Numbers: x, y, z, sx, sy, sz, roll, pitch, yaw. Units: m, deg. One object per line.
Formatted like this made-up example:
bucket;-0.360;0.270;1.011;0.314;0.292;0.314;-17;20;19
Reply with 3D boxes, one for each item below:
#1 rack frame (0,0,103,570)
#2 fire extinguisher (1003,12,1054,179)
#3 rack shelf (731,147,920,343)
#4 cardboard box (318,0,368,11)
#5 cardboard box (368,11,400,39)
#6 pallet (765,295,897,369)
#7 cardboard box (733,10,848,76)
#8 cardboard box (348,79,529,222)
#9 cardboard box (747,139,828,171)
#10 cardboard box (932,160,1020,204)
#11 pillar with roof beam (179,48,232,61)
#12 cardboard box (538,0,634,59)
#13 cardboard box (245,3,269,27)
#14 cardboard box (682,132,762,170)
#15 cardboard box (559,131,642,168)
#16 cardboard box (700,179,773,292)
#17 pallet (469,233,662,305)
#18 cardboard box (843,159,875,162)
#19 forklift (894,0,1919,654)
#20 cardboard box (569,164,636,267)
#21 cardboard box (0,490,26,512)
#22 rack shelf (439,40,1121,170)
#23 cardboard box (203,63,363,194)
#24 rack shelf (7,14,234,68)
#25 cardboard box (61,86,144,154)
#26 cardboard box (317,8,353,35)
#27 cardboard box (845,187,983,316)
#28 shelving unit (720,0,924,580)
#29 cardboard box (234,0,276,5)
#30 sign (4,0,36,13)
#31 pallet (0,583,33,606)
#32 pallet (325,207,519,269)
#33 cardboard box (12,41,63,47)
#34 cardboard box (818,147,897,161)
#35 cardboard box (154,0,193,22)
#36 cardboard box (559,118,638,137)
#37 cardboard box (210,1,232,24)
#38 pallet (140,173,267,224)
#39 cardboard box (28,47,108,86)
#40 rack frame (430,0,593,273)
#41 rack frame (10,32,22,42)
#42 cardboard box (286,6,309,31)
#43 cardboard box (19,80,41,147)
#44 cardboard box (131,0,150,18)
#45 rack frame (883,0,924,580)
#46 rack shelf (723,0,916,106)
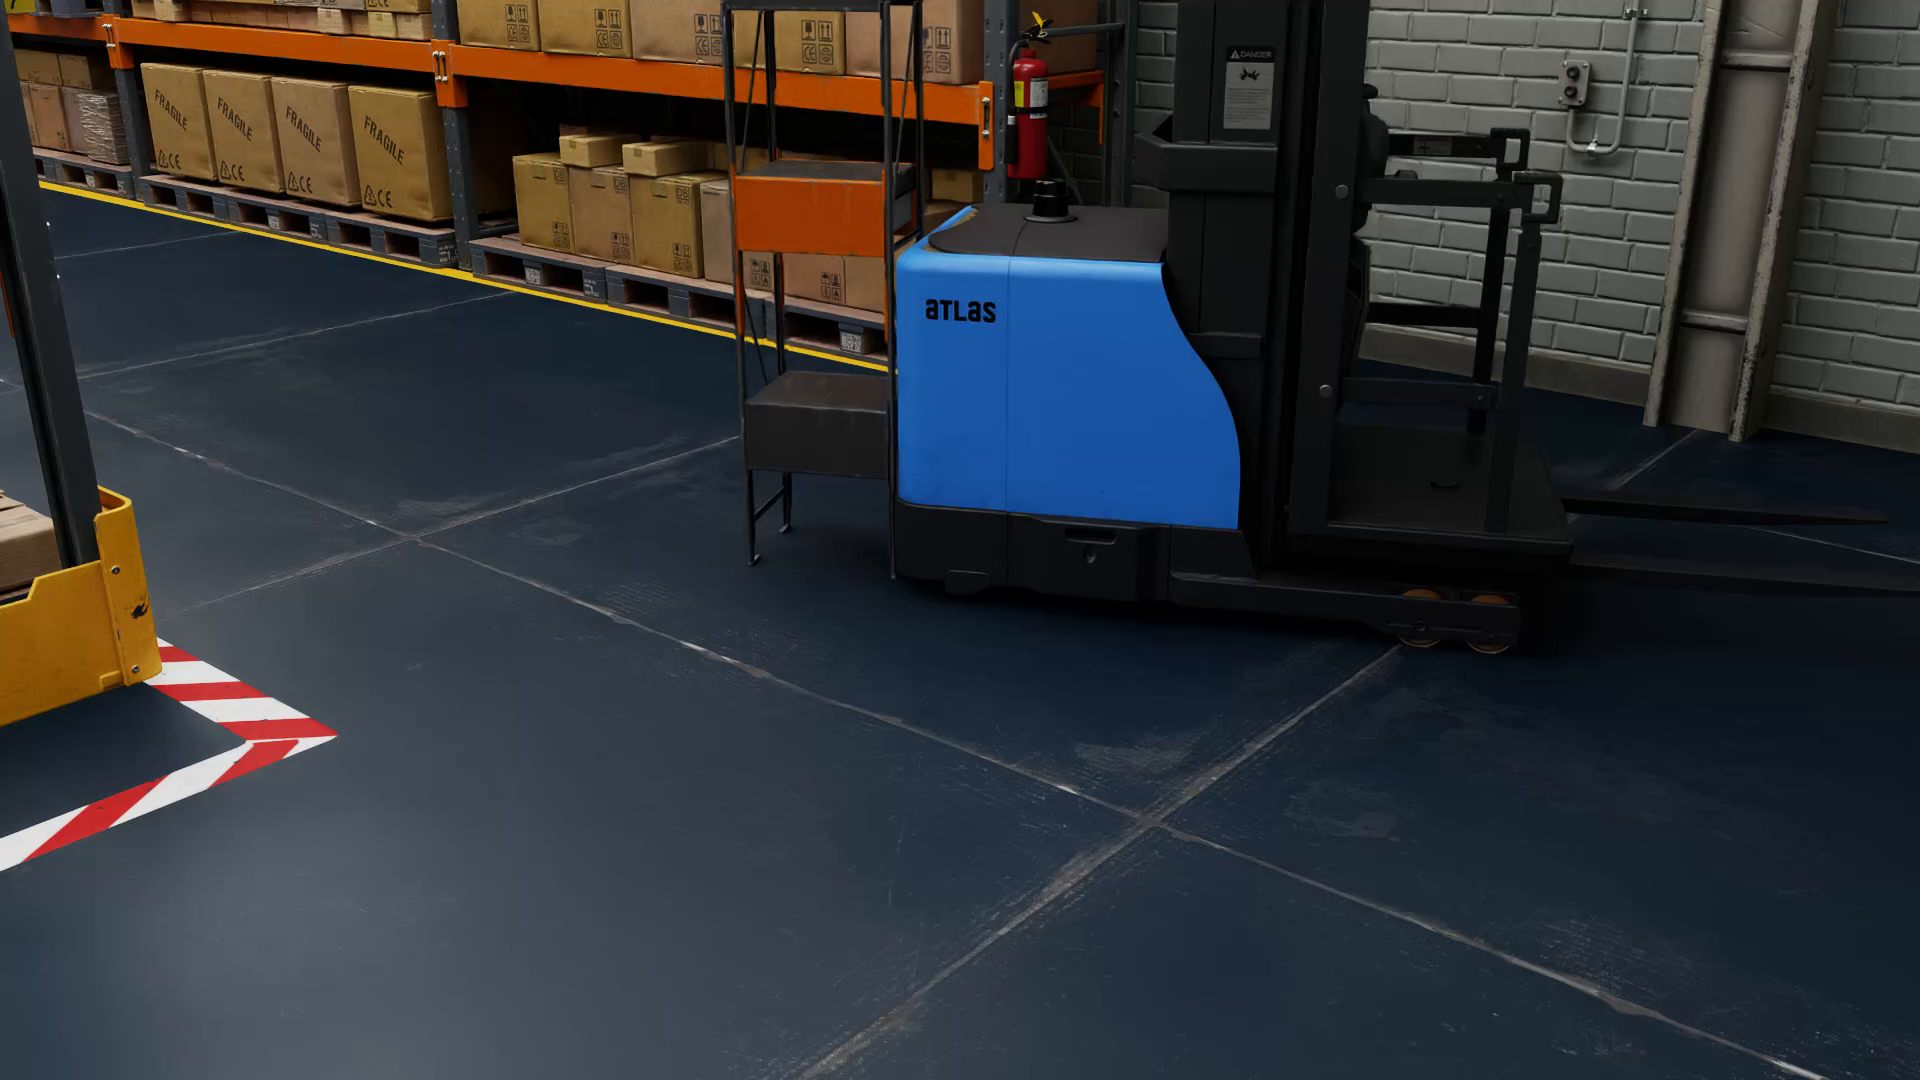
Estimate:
rack frame;-2.666;-0.894;3.789;0.127;3.000;1.000;16;26;36
fire extinguisher;0.288;-1.879;7.038;0.183;0.674;0.296;16;26;36
rack shelf;-0.405;-0.930;5.197;0.480;0.518;0.431;5;21;13
cardboard box;-3.554;-3.482;10.060;0.500;0.500;0.500;16;26;37
cardboard box;-3.287;-3.082;9.916;0.250;0.149;0.380;17;26;37
pallet;-0.206;-1.102;8.290;1.213;0.211;1.003;16;26;36
cardboard box;-0.509;-2.660;8.046;0.700;0.700;0.980;16;26;36
cardboard box;-3.222;-2.442;10.344;0.750;0.750;0.750;16;26;37
cardboard box;-0.903;-2.018;8.796;0.250;0.149;0.380;16;26;37
cardboard box;0.081;-1.735;8.047;0.250;0.149;0.380;16;26;37
pillar with roof beam;-8.917;-6.191;9.332;0.400;9.000;9.100;16;26;36
cardboard box;-1.664;-2.992;8.927;0.700;0.700;0.980;15;25;35
cardboard box;-4.431;-3.450;10.894;0.250;0.149;0.380;16;26;37
cardboard box;-1.299;-2.132;9.098;0.250;0.149;0.380;16;26;37
cardboard box;-1.971;-2.151;9.149;0.250;0.149;0.380;17;27;38
cardboard box;-0.920;-1.629;8.684;0.500;0.500;0.700;15;25;35
pallet;-2.096;-1.646;9.734;1.213;0.211;1.003;16;26;36
cardboard box;-0.556;-1.744;8.071;0.250;0.149;0.380;17;26;38
forklift;1.369;-1.249;4.827;3.031;2.935;1.130;5;21;12
cardboard box;-1.734;-1.861;9.299;0.500;0.500;0.700;16;26;36
cardboard box;-2.967;-0.018;4.856;0.250;0.166;0.380;16;26;36
rack shelf;-1.086;-2.359;8.692;4.000;0.370;1.077;16;26;36
cardboard box;-4.573;-2.828;11.367;0.750;0.750;0.750;16;26;36
rack shelf;-7.284;-4.144;13.425;4.000;0.370;1.077;16;26;36
cardboard box;-6.651;-3.364;13.256;0.500;0.500;0.700;16;26;36
cardboard box;-3.701;-3.195;10.216;0.250;0.149;0.380;16;26;36
cardboard box;-0.142;-1.405;8.091;0.500;0.500;0.700;16;26;36
shelving unit;-0.405;-0.943;5.193;0.503;2.100;0.431;5;21;13
cardboard box;-4.328;-3.707;10.655;0.500;0.500;0.500;17;27;38
sign;-2.323;-1.448;4.030;0.005;0.325;0.100;16;26;36
pallet;-3.343;0.216;4.797;1.213;0.211;1.003;16;26;36
pallet;-3.281;-1.989;10.643;1.213;0.211;1.003;16;26;36
cardboard box;-7.910;-4.057;14.031;0.500;0.250;0.500;15;26;35
cardboard box;-0.506;-1.904;8.495;0.250;0.149;0.380;16;26;37
cardboard box;-5.284;-3.648;11.419;0.250;0.149;0.380;17;27;38
cardboard box;-2.108;-2.364;9.714;0.250;0.149;0.380;16;26;36
cardboard box;-4.805;-3.570;11.213;0.250;0.149;0.380;17;26;37
pallet;-5.172;-2.533;12.086;1.213;0.211;1.003;16;26;36
cardboard box;-7.129;-3.825;13.418;0.500;0.250;0.500;16;26;36
rack frame;-2.636;-3.142;9.749;0.127;3.000;1.000;16;26;36
rack frame;-8.834;-4.927;14.482;0.127;3.000;1.000;16;26;36
cardboard box;-4.033;-3.327;10.568;0.250;0.149;0.380;15;25;35
cardboard box;-7.451;-3.577;13.821;0.500;0.500;0.700;16;26;37
cardboard box;-5.626;-3.789;11.793;0.250;0.149;0.380;16;26;36
rack frame;-0.168;-0.923;5.139;0.015;2.100;0.400;5;21;13
rack shelf;-0.405;-1.585;4.950;0.480;0.518;0.431;5;21;13
